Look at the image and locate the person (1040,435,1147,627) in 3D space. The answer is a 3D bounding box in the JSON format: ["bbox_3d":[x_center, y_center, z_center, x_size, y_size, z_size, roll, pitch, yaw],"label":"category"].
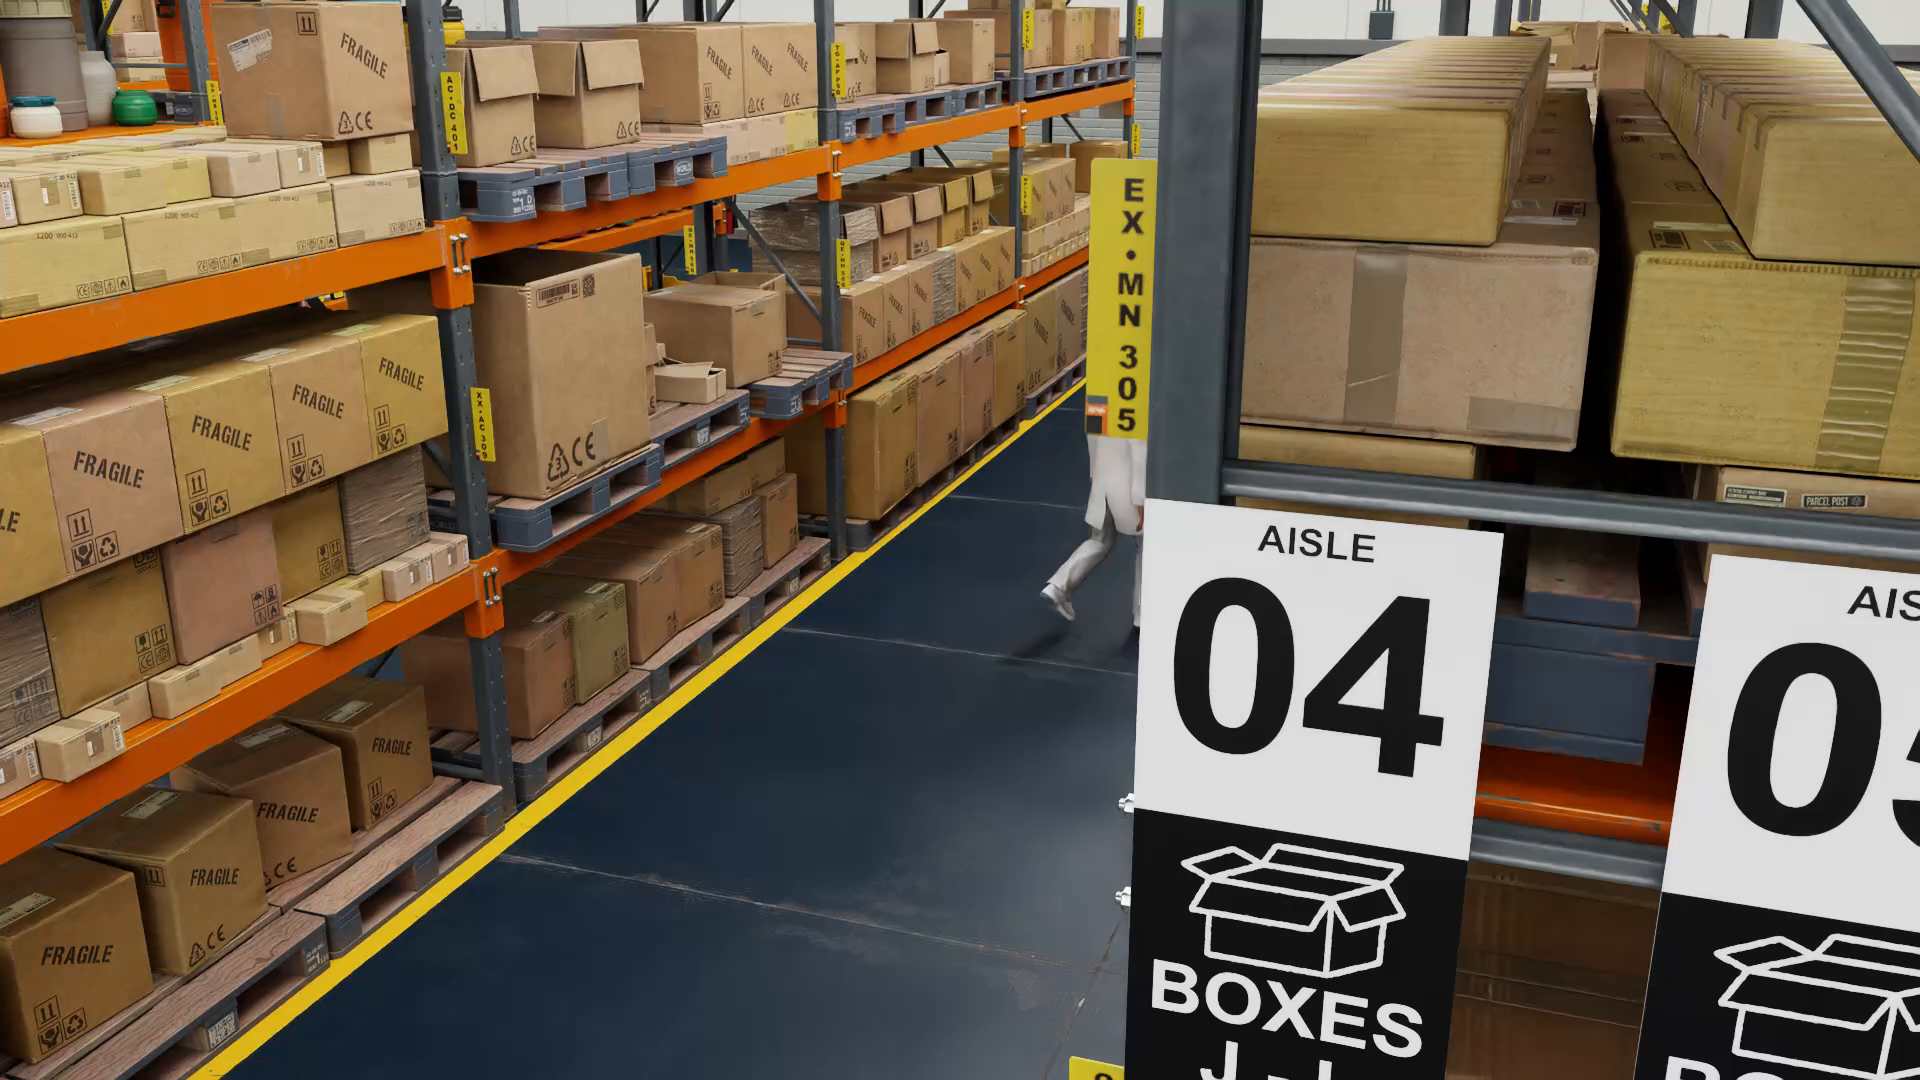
[{"bbox_3d":[0.948,-0.297,9.952,0.943,1.752,0.597,-14,23,-35],"label":"person"}]
